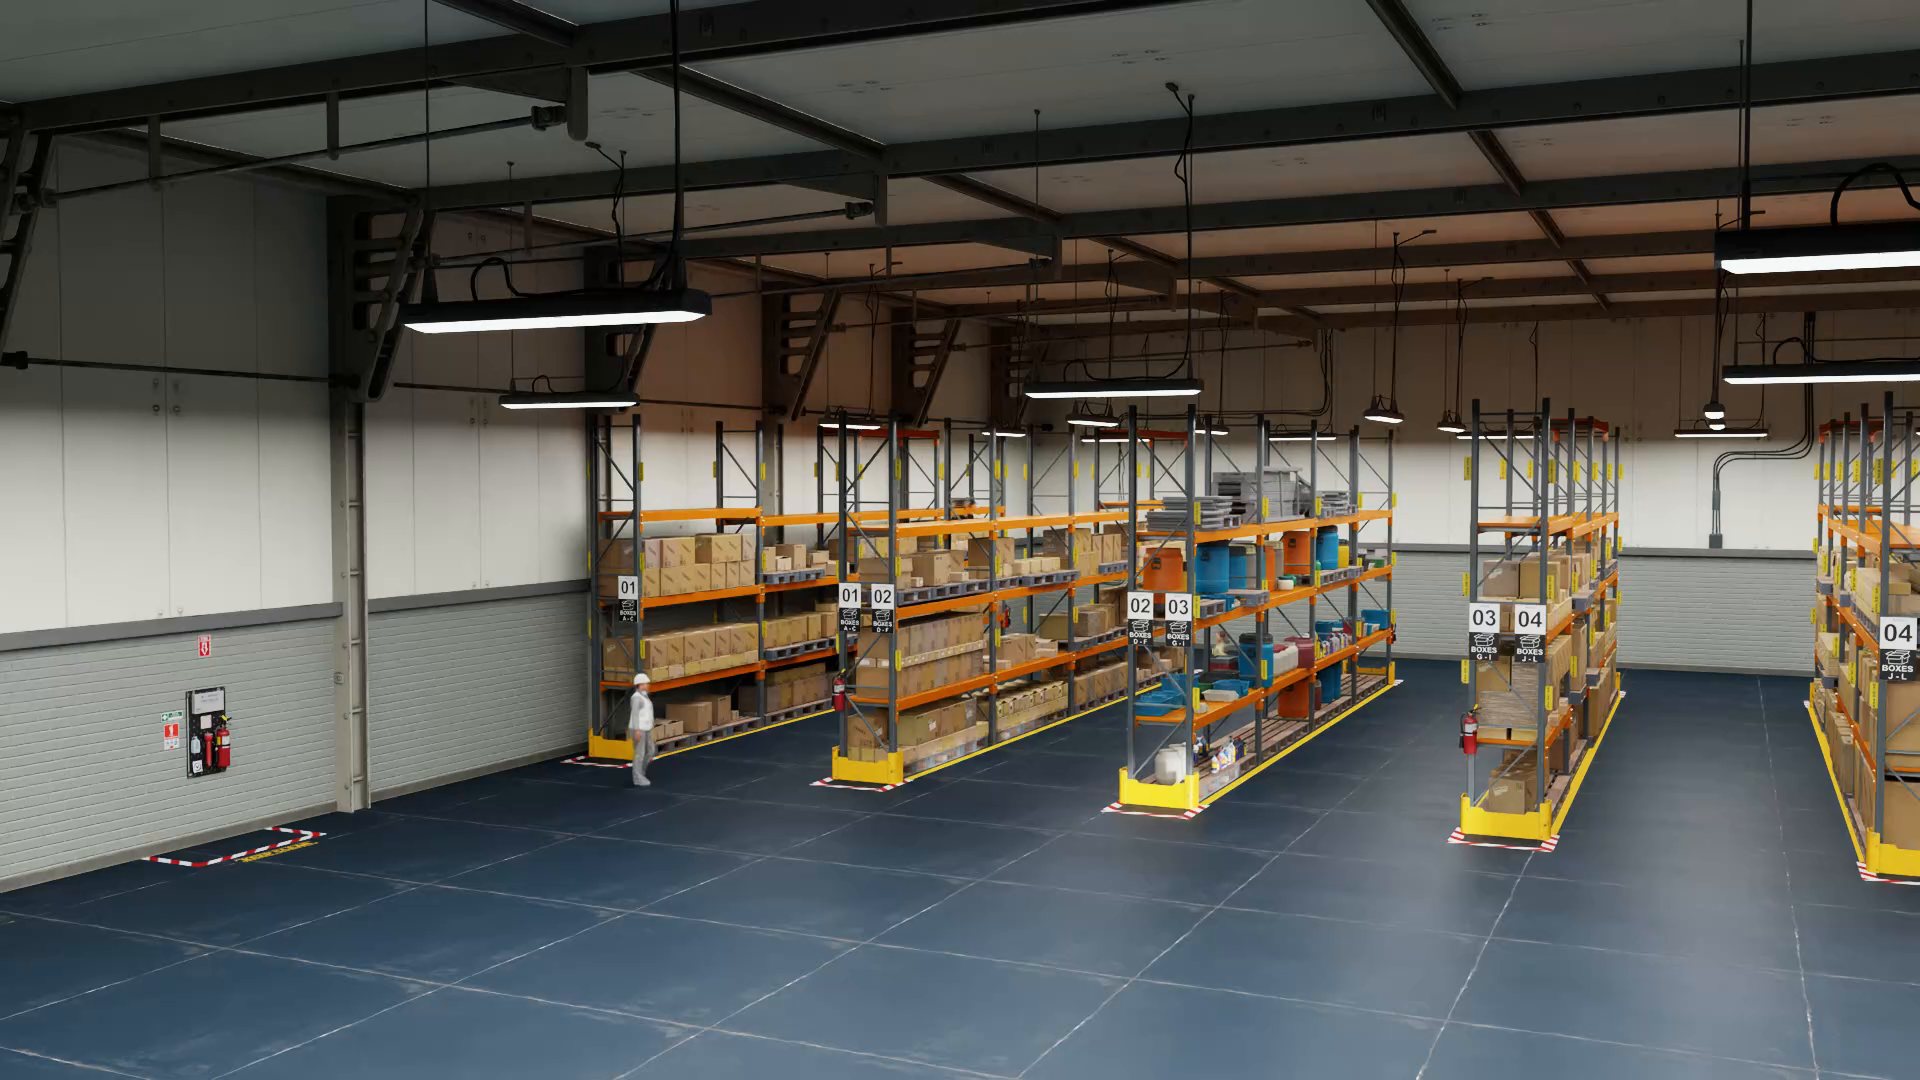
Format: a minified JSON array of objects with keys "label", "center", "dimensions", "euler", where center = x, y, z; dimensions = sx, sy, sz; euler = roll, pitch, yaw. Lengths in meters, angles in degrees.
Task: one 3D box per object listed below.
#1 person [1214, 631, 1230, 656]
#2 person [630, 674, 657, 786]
[{"label":"person","center":[5.442,2.731,34.742],"dimensions":[0.383,1.676,0.478],"euler":[0,2,4]},{"label":"person","center":[-5.079,3.049,26.561],"dimensions":[0.418,1.816,0.631],"euler":[0,2,6]}]
